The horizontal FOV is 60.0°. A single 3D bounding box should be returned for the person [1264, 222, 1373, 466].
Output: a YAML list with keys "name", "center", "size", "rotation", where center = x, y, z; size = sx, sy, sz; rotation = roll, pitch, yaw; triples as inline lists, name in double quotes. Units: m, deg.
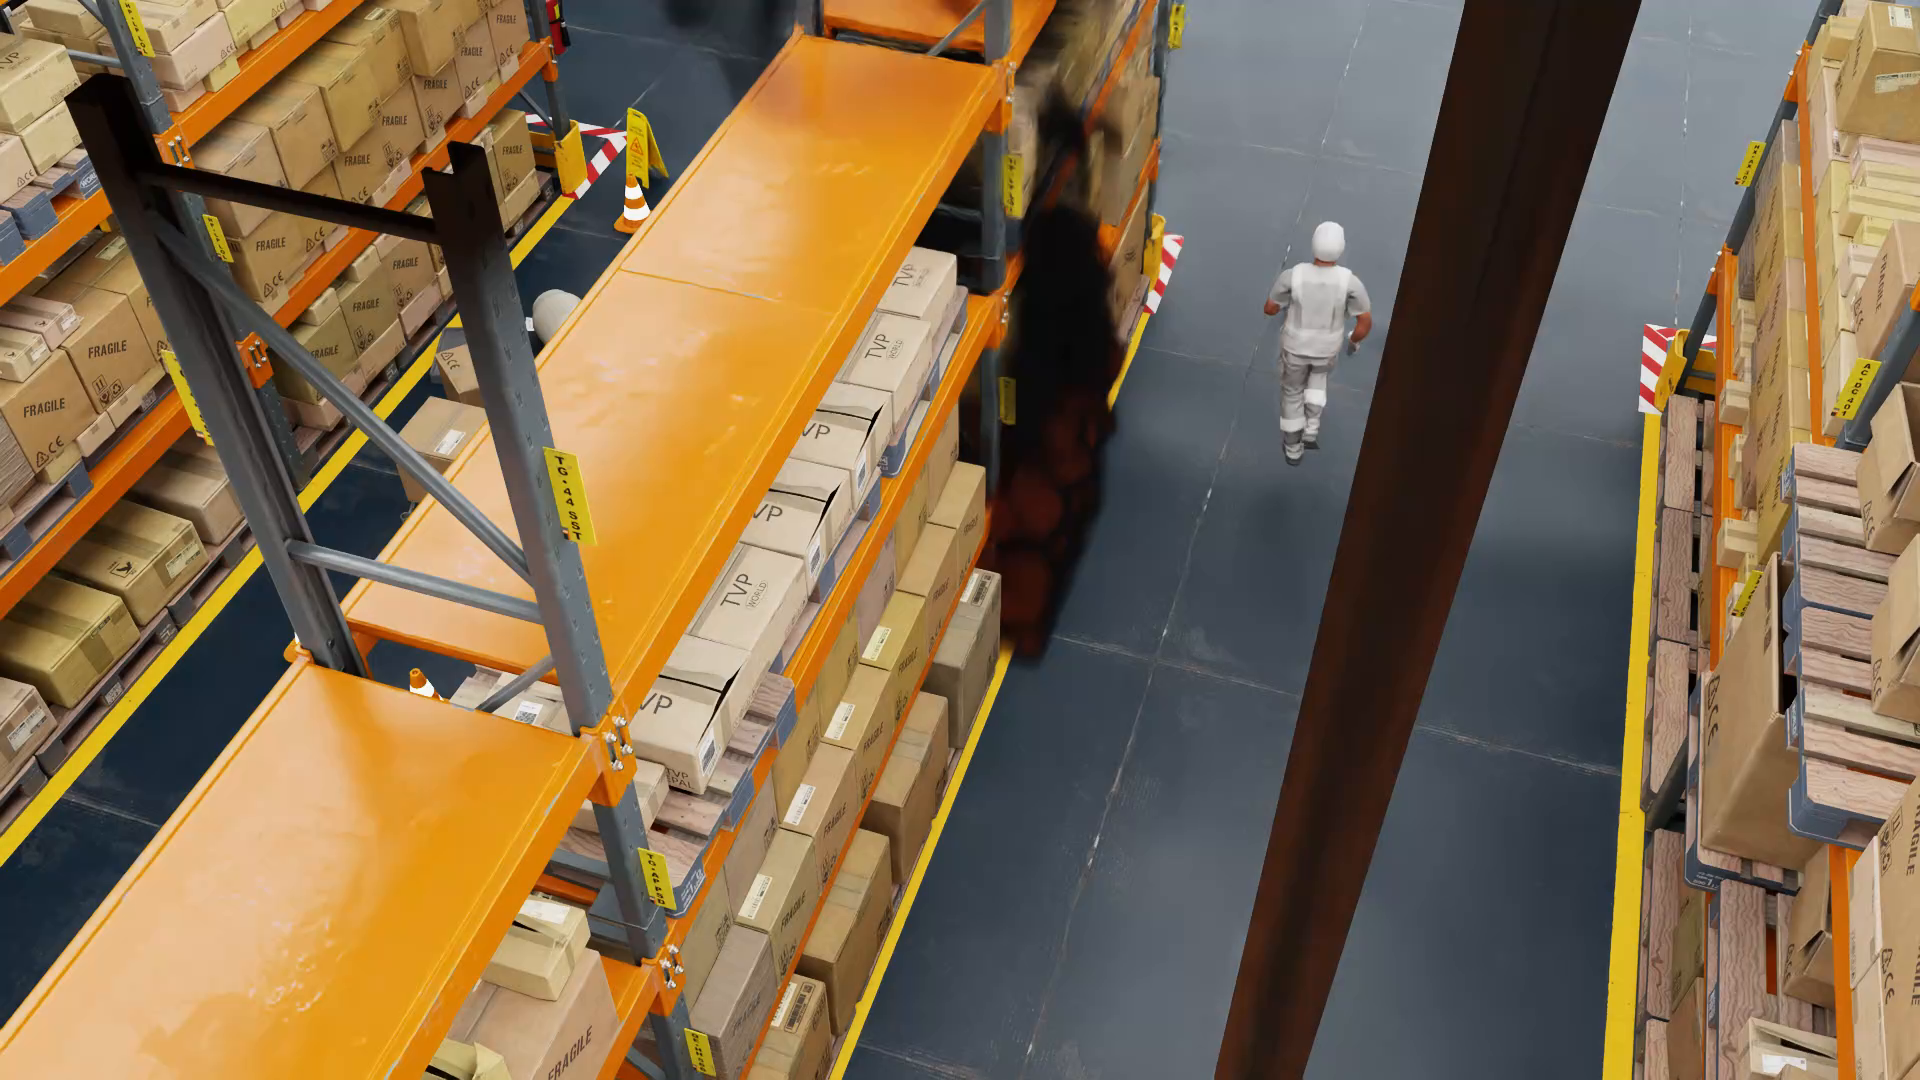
- name: "person"
  center: [2.266, -1.309, 10.788]
  size: [0.663, 1.785, 0.579]
  rotation: [4, 46, 4]
